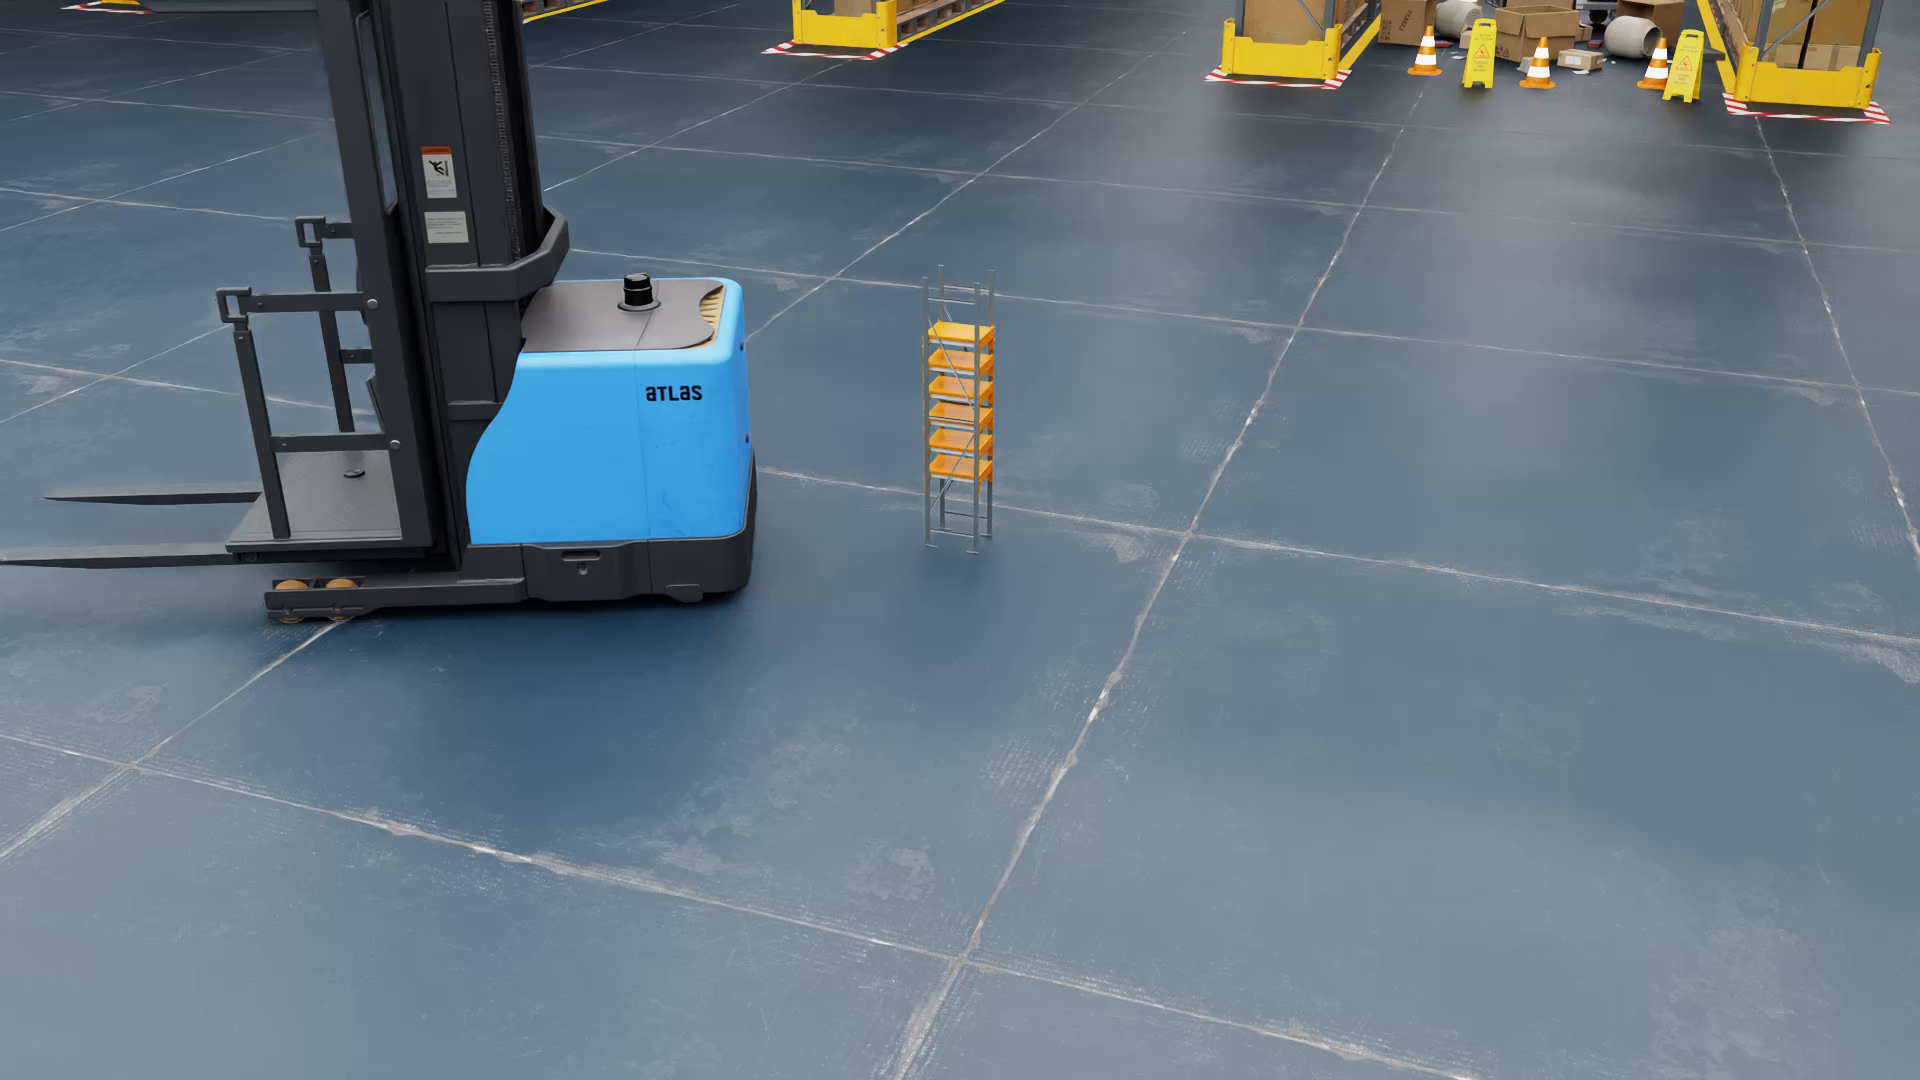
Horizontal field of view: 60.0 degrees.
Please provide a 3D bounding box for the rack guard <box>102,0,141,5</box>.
[{"bbox_3d":[-10.676,-7.262,21.675,1.175,0.500,0.348,9,27,17],"label":"rack guard"}]

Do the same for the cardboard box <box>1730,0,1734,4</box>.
[{"bbox_3d":[8.897,-6.251,18.532,0.500,0.500,0.500,10,28,20],"label":"cardboard box"}]

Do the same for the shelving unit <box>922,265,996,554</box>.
[{"bbox_3d":[-0.005,-0.534,6.976,0.258,1.200,0.189,9,27,17],"label":"shelving unit"}]

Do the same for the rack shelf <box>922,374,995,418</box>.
[{"bbox_3d":[-0.005,-0.602,6.943,0.258,0.103,0.180,9,27,17],"label":"rack shelf"}]

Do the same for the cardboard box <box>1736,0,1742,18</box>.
[{"bbox_3d":[8.556,-5.817,17.634,0.500,0.500,0.500,10,28,20],"label":"cardboard box"}]

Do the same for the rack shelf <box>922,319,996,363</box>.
[{"bbox_3d":[-0.005,-0.818,6.839,0.258,0.103,0.180,9,27,17],"label":"rack shelf"}]

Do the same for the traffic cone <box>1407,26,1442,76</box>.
[{"bbox_3d":[4.832,-5.069,17.187,0.336,0.463,0.334,9,27,17],"label":"traffic cone"}]

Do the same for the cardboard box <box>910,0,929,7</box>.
[{"bbox_3d":[-0.712,-6.782,20.202,0.500,0.500,0.500,11,28,22],"label":"cardboard box"}]

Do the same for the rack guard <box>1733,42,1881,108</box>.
[{"bbox_3d":[8.043,-4.428,15.821,1.175,0.500,0.348,9,27,17],"label":"rack guard"}]

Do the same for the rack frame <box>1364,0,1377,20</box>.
[{"bbox_3d":[4.647,-7.842,20.004,1.000,3.000,0.127,9,27,17],"label":"rack frame"}]

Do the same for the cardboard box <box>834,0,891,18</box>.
[{"bbox_3d":[-1.104,-6.277,19.159,0.500,0.500,0.500,14,29,27],"label":"cardboard box"}]

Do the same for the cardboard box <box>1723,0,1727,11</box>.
[{"bbox_3d":[9.521,-6.388,19.534,0.950,0.372,0.625,9,27,18],"label":"cardboard box"}]

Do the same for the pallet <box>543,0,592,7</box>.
[{"bbox_3d":[-5.335,-7.293,22.070,1.003,0.211,1.213,9,27,17],"label":"pallet"}]

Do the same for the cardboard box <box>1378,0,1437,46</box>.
[{"bbox_3d":[5.098,-5.931,18.923,0.500,0.500,0.500,14,29,26],"label":"cardboard box"}]

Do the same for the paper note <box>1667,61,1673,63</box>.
[{"bbox_3d":[7.583,-5.135,17.821,0.142,0.019,0.148,0,26,-1],"label":"paper note"}]

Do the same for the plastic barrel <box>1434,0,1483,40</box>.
[{"bbox_3d":[5.716,-5.994,19.143,0.421,0.421,0.512,-14,29,-27],"label":"plastic barrel"}]

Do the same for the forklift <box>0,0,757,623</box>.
[{"bbox_3d":[-2.397,-1.229,6.426,3.031,2.935,1.130,-2,26,-4],"label":"forklift"}]

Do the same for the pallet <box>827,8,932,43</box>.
[{"bbox_3d":[-0.999,-6.064,19.532,1.003,0.211,1.213,9,27,17],"label":"pallet"}]

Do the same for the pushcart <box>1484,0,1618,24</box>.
[{"bbox_3d":[7.182,-6.295,19.819,1.648,0.377,0.936,0,26,-1],"label":"pushcart"}]

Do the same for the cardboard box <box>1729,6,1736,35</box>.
[{"bbox_3d":[8.730,-5.693,18.239,0.500,0.250,0.500,10,28,20],"label":"cardboard box"}]

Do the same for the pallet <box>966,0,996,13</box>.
[{"bbox_3d":[-0.187,-7.066,21.602,1.003,0.211,1.213,9,27,17],"label":"pallet"}]

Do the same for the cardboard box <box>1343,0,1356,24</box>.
[{"bbox_3d":[4.075,-6.455,19.097,0.875,0.875,0.875,9,27,18],"label":"cardboard box"}]

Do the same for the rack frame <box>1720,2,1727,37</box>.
[{"bbox_3d":[9.348,-7.165,18.607,1.000,3.000,0.127,9,27,17],"label":"rack frame"}]

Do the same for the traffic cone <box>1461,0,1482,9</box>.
[{"bbox_3d":[6.517,-7.032,21.243,0.336,0.463,0.334,9,27,17],"label":"traffic cone"}]

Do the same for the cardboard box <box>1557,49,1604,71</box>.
[{"bbox_3d":[6.548,-5.070,17.550,0.250,0.149,0.380,-20,33,-36],"label":"cardboard box"}]

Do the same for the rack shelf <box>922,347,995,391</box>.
[{"bbox_3d":[-0.005,-0.710,6.891,0.258,0.103,0.180,9,27,17],"label":"rack shelf"}]

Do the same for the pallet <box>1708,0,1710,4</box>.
[{"bbox_3d":[10.418,-7.233,21.947,1.003,0.211,1.213,9,27,17],"label":"pallet"}]

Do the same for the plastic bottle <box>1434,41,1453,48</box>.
[{"bbox_3d":[5.390,-5.573,18.690,0.283,0.061,0.133,0,26,-1],"label":"plastic bottle"}]

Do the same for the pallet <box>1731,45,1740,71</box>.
[{"bbox_3d":[8.754,-5.126,17.595,1.003,0.211,1.213,9,27,17],"label":"pallet"}]

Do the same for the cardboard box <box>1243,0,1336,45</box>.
[{"bbox_3d":[3.479,-5.719,17.576,0.875,0.875,0.875,9,27,18],"label":"cardboard box"}]

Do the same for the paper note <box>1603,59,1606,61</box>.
[{"bbox_3d":[6.879,-5.185,17.936,0.148,0.019,0.142,20,32,35],"label":"paper note"}]

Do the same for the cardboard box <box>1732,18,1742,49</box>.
[{"bbox_3d":[8.381,-5.272,17.370,0.500,0.250,0.500,8,27,16],"label":"cardboard box"}]

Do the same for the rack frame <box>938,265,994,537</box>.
[{"bbox_3d":[0.026,-0.572,7.054,0.240,1.200,0.006,9,27,17],"label":"rack frame"}]

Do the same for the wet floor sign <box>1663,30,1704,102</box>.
[{"bbox_3d":[6.945,-4.539,15.885,0.267,0.644,0.232,20,32,35],"label":"wet floor sign"}]

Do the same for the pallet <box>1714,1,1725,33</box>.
[{"bbox_3d":[9.606,-6.231,19.876,1.003,0.211,1.213,9,27,17],"label":"pallet"}]

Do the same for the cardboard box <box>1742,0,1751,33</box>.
[{"bbox_3d":[8.208,-5.393,16.759,0.500,0.500,0.500,10,28,19],"label":"cardboard box"}]

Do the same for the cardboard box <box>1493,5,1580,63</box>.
[{"bbox_3d":[6.214,-5.487,18.005,0.797,0.503,0.637,-9,27,-18],"label":"cardboard box"}]

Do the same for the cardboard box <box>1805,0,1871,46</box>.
[{"bbox_3d":[8.554,-5.112,16.179,0.500,0.500,0.500,8,27,16],"label":"cardboard box"}]

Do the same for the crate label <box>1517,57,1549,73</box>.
[{"bbox_3d":[5.987,-4.950,17.317,0.250,0.136,0.298,-5,26,-9],"label":"crate label"}]

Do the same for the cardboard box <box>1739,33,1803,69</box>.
[{"bbox_3d":[8.041,-4.854,16.507,0.500,0.250,0.500,9,27,17],"label":"cardboard box"}]

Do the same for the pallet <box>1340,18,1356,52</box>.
[{"bbox_3d":[3.916,-5.783,18.951,1.003,0.211,1.213,9,27,17],"label":"pallet"}]
